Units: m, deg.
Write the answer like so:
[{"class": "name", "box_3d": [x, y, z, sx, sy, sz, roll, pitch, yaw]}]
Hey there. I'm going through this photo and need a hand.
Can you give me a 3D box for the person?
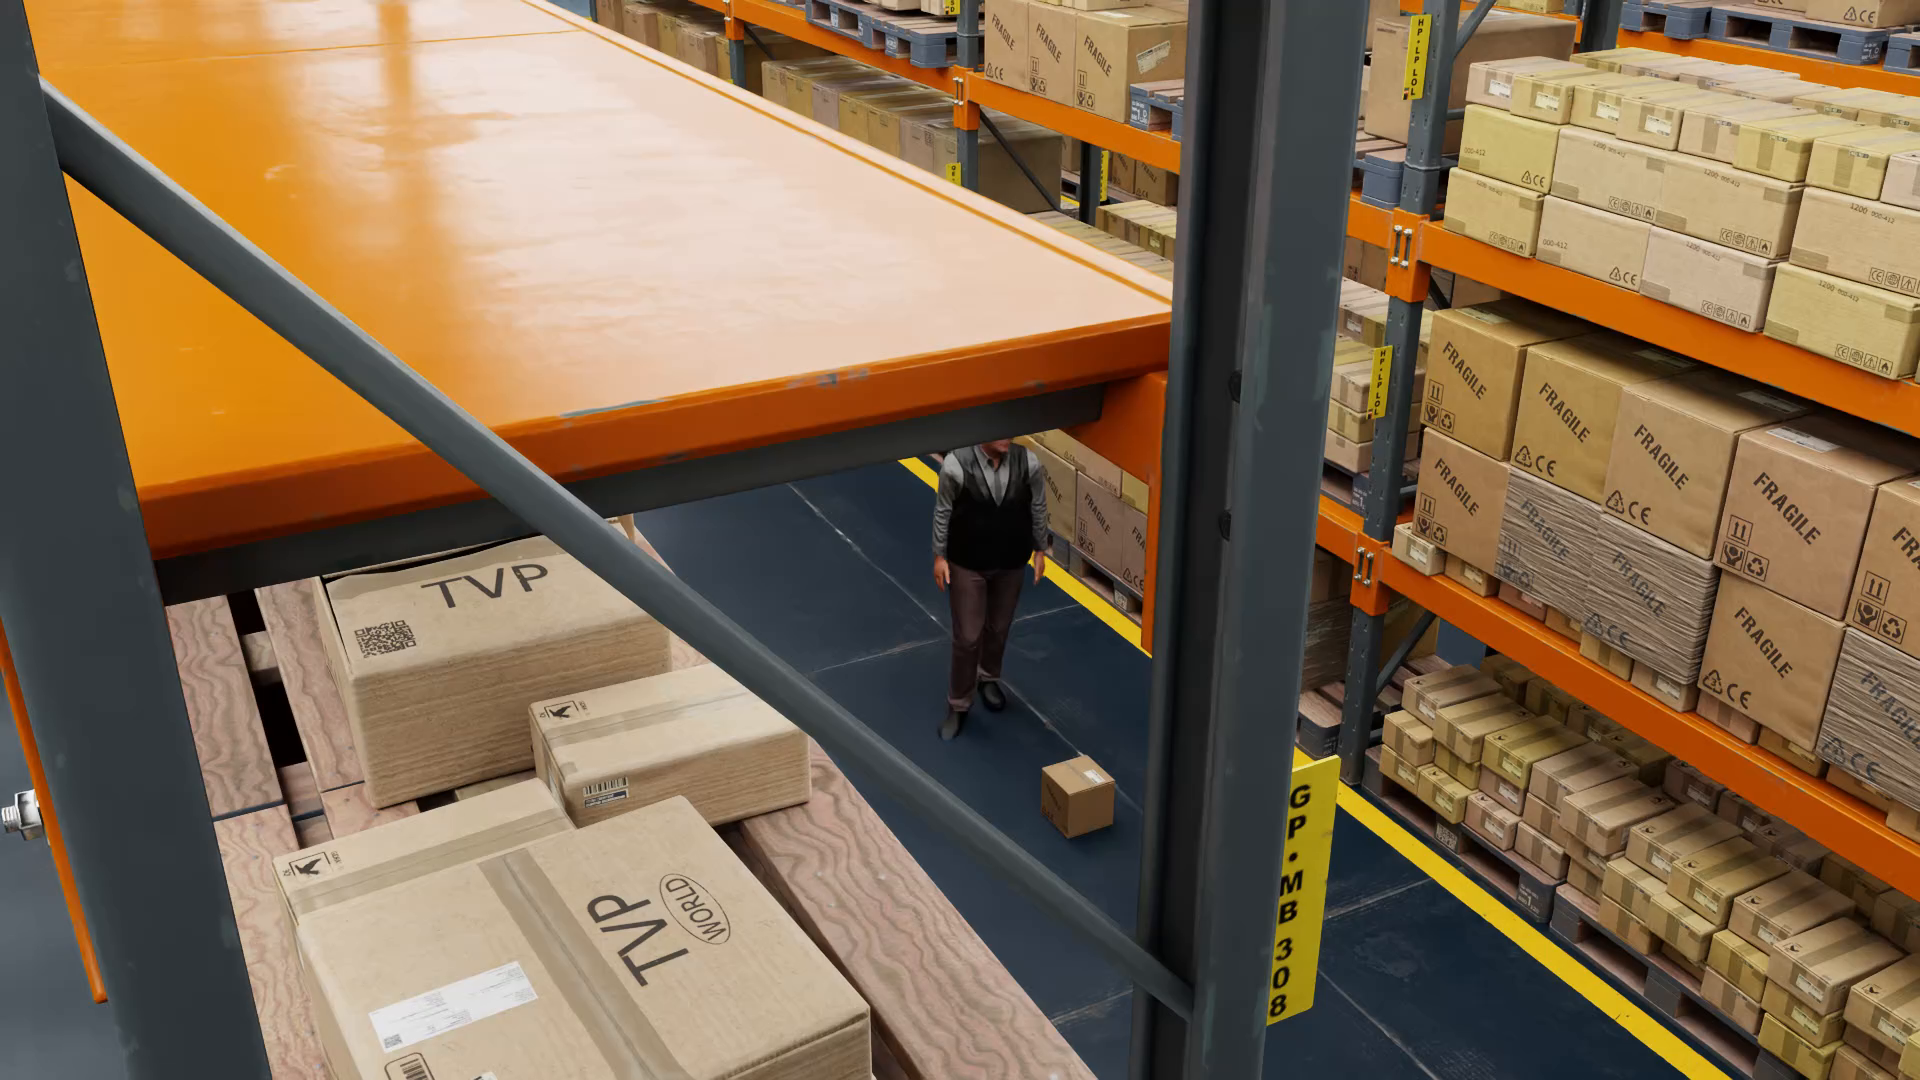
[{"class": "person", "box_3d": [0.135, 0.129, 8.398, 0.622, 1.769, 0.499, -7, 26, -14]}]
